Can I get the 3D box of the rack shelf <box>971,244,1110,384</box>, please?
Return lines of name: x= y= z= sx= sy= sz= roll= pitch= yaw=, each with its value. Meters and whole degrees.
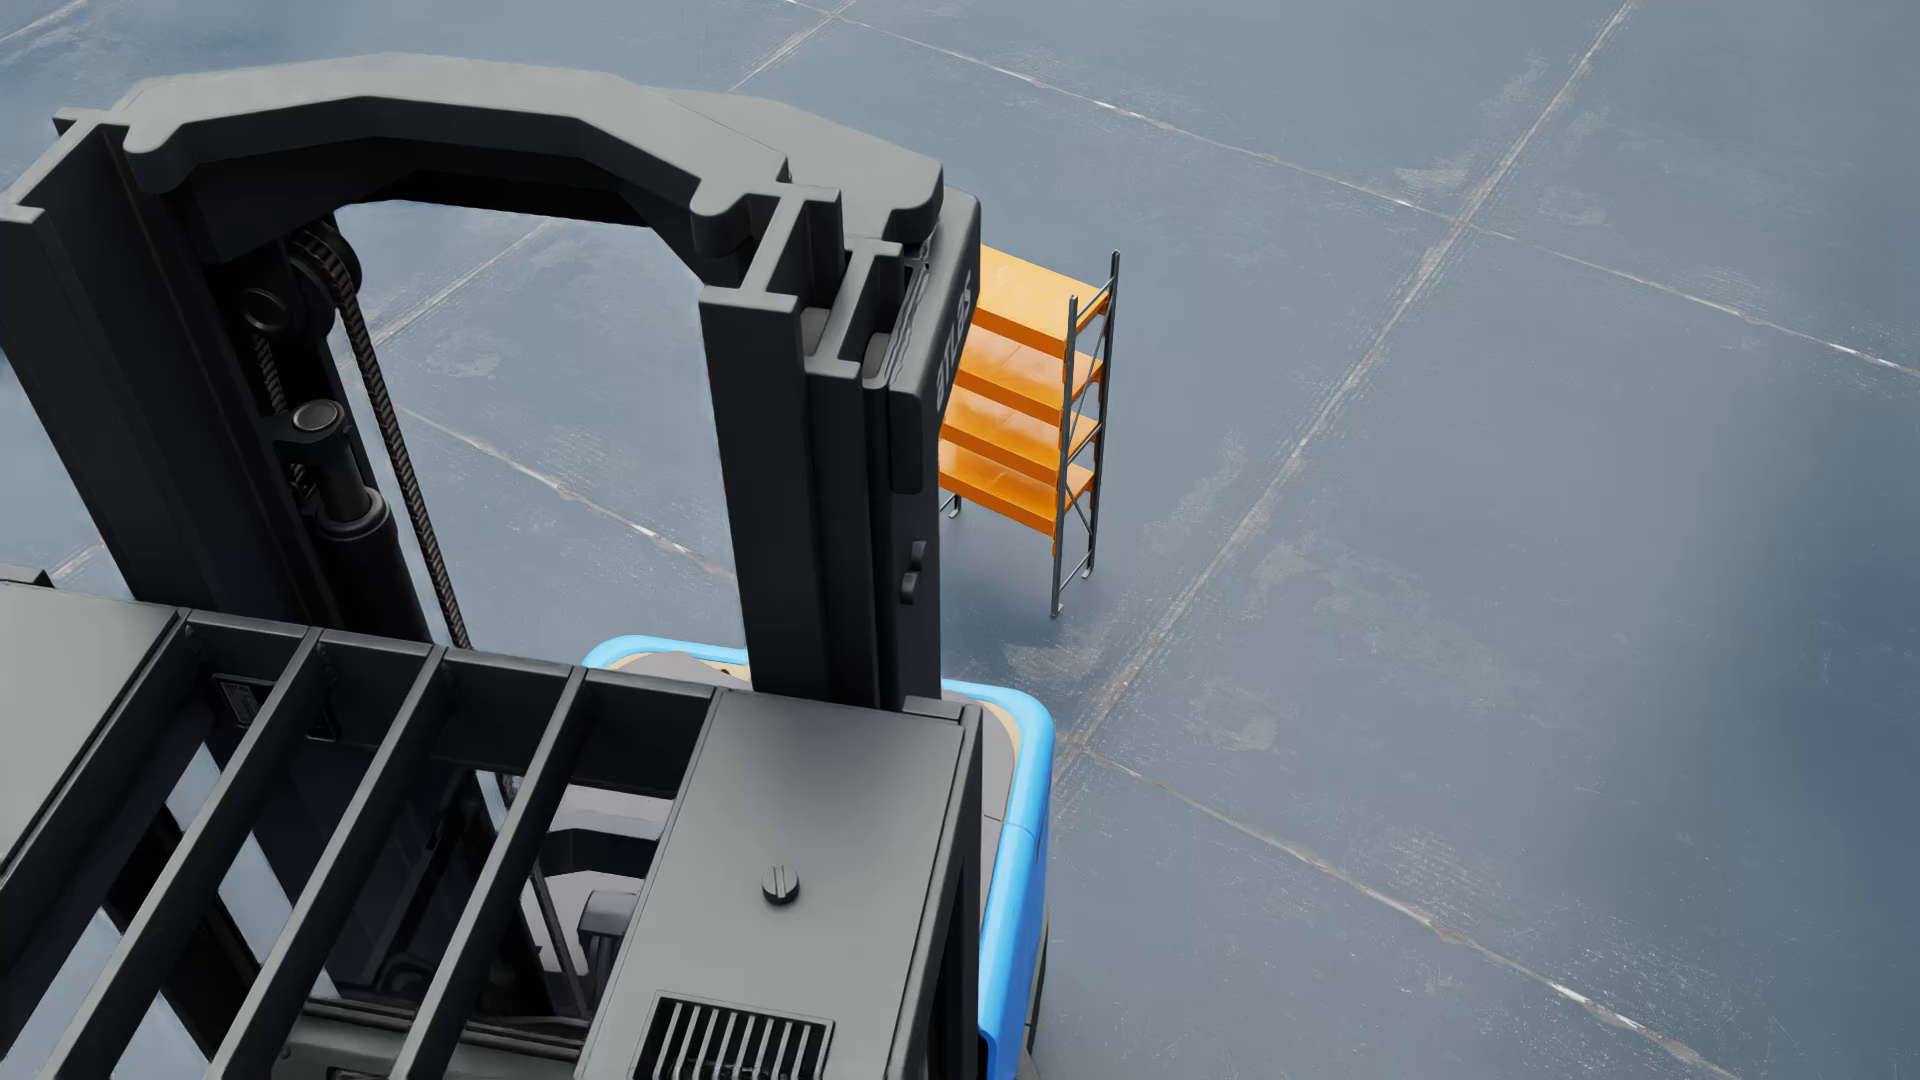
rack shelf: x=0.139 y=-0.628 z=4.476 sx=0.480 sy=0.148 sz=0.258 roll=25 pitch=51 yaw=22

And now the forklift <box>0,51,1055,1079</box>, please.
forklift: x=-0.565 y=1.023 z=2.213 sx=1.130 sy=2.935 sz=3.031 roll=8 pitch=46 yaw=7

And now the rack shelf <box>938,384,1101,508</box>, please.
rack shelf: x=0.139 y=-0.307 z=4.806 sx=0.480 sy=0.148 sz=0.258 roll=25 pitch=51 yaw=22

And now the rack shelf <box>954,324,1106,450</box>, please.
rack shelf: x=0.139 y=-0.463 z=4.645 sx=0.480 sy=0.148 sz=0.258 roll=25 pitch=51 yaw=22

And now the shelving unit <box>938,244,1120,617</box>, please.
shelving unit: x=0.139 y=-0.354 z=4.757 sx=0.503 sy=1.200 sz=0.258 roll=25 pitch=51 yaw=22

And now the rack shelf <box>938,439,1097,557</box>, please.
rack shelf: x=0.139 y=-0.169 z=4.948 sx=0.480 sy=0.148 sz=0.258 roll=25 pitch=51 yaw=22

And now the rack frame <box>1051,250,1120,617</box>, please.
rack frame: x=0.345 y=-0.260 z=4.666 sx=0.015 sy=1.200 sz=0.240 roll=25 pitch=51 yaw=22

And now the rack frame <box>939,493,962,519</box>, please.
rack frame: x=-0.066 y=-0.449 z=4.849 sx=0.015 sy=1.200 sz=0.240 roll=25 pitch=51 yaw=22
